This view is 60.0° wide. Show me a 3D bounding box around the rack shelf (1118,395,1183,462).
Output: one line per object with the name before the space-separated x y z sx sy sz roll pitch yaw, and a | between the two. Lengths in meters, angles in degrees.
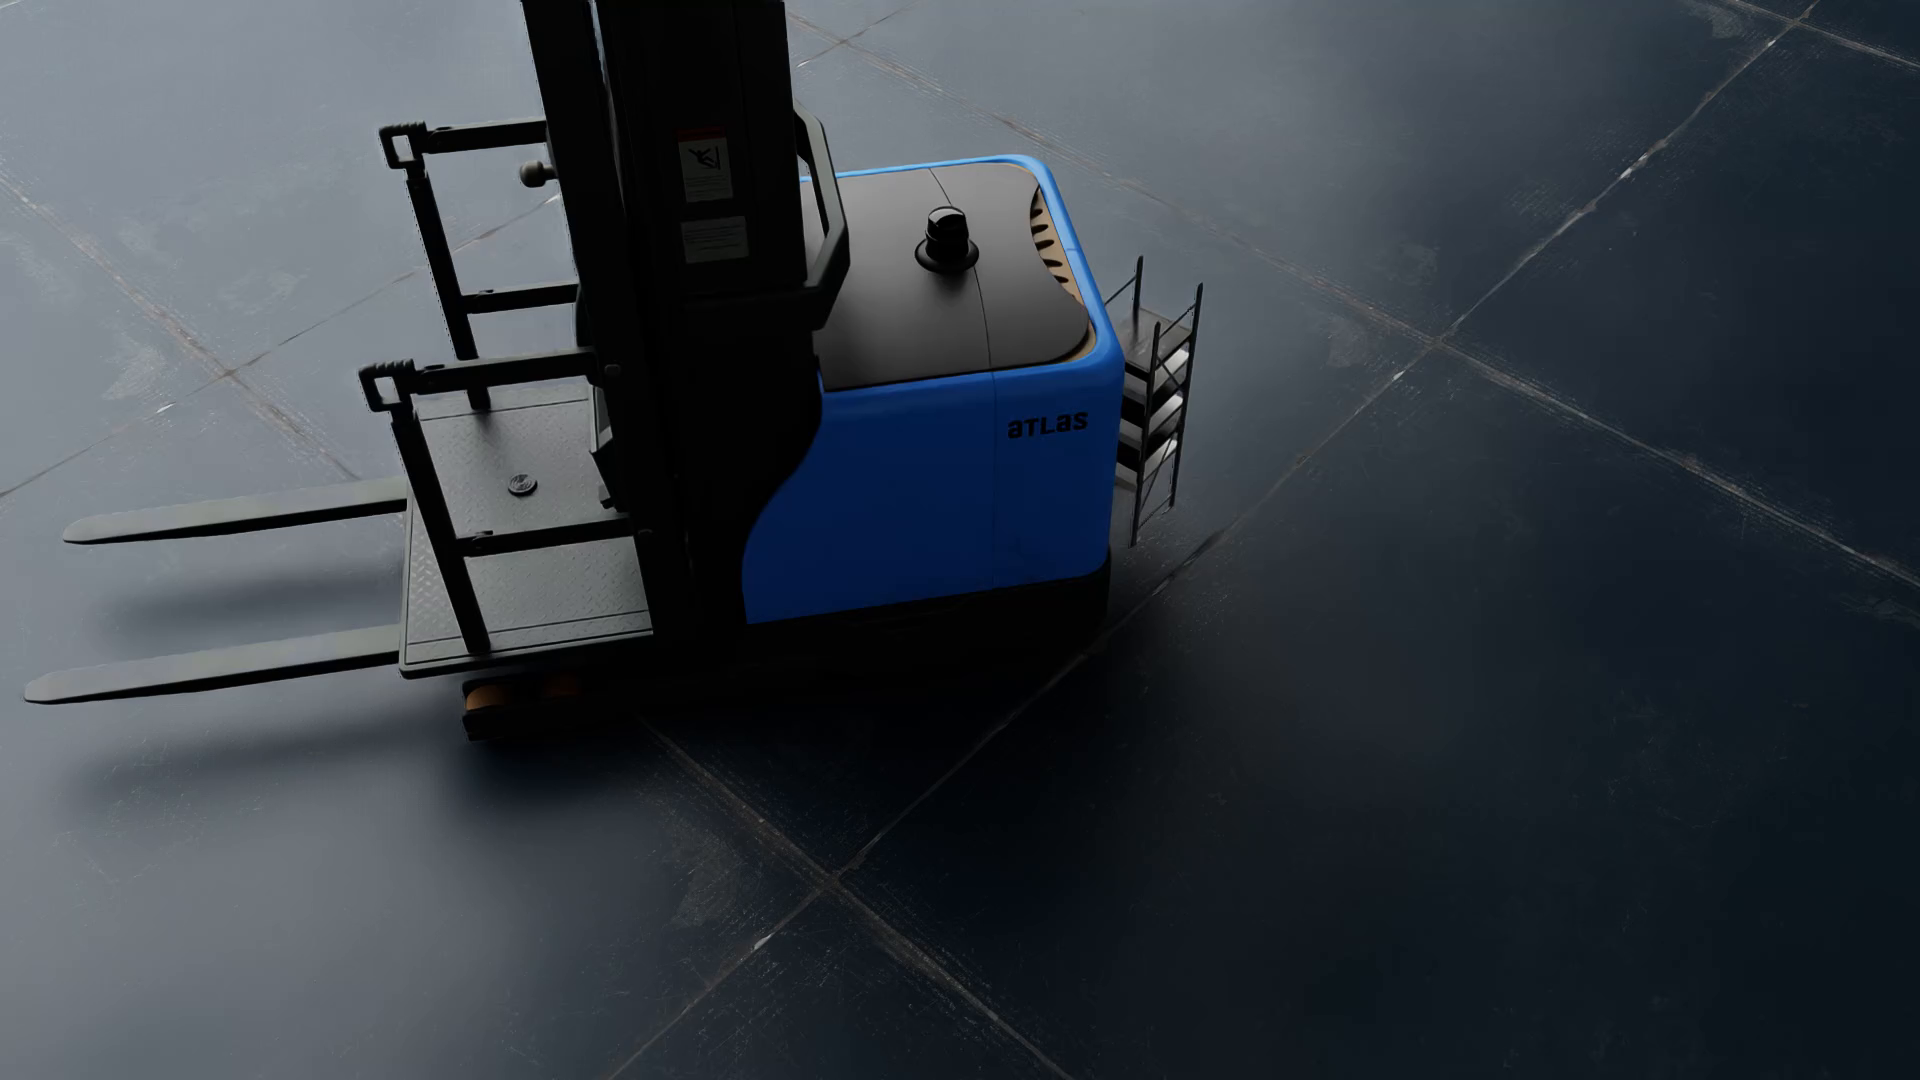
rack shelf | 0.532 -0.375 5.031 0.200 0.077 0.258 30 54 25

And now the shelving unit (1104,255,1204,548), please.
shelving unit | 0.532 -0.398 5.006 0.210 0.900 0.258 30 54 25

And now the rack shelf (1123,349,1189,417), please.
rack shelf | 0.532 -0.498 4.899 0.200 0.077 0.258 30 54 25

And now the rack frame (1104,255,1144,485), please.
rack frame | 0.452 -0.444 5.049 0.006 0.900 0.240 30 54 25

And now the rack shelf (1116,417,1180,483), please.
rack shelf | 0.532 -0.314 5.096 0.200 0.077 0.258 30 54 25

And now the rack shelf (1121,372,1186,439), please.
rack shelf | 0.532 -0.437 4.965 0.200 0.077 0.258 30 54 25

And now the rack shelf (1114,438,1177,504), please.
rack shelf | 0.532 -0.252 5.162 0.200 0.077 0.258 30 54 25

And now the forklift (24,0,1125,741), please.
forklift | -1.130 -0.859 4.046 3.031 2.935 1.130 -8 47 -7

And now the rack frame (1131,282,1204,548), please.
rack frame | 0.612 -0.352 4.964 0.006 0.900 0.240 30 54 25

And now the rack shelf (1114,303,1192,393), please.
rack shelf | 0.532 -0.560 4.834 0.200 0.077 0.258 30 54 25
